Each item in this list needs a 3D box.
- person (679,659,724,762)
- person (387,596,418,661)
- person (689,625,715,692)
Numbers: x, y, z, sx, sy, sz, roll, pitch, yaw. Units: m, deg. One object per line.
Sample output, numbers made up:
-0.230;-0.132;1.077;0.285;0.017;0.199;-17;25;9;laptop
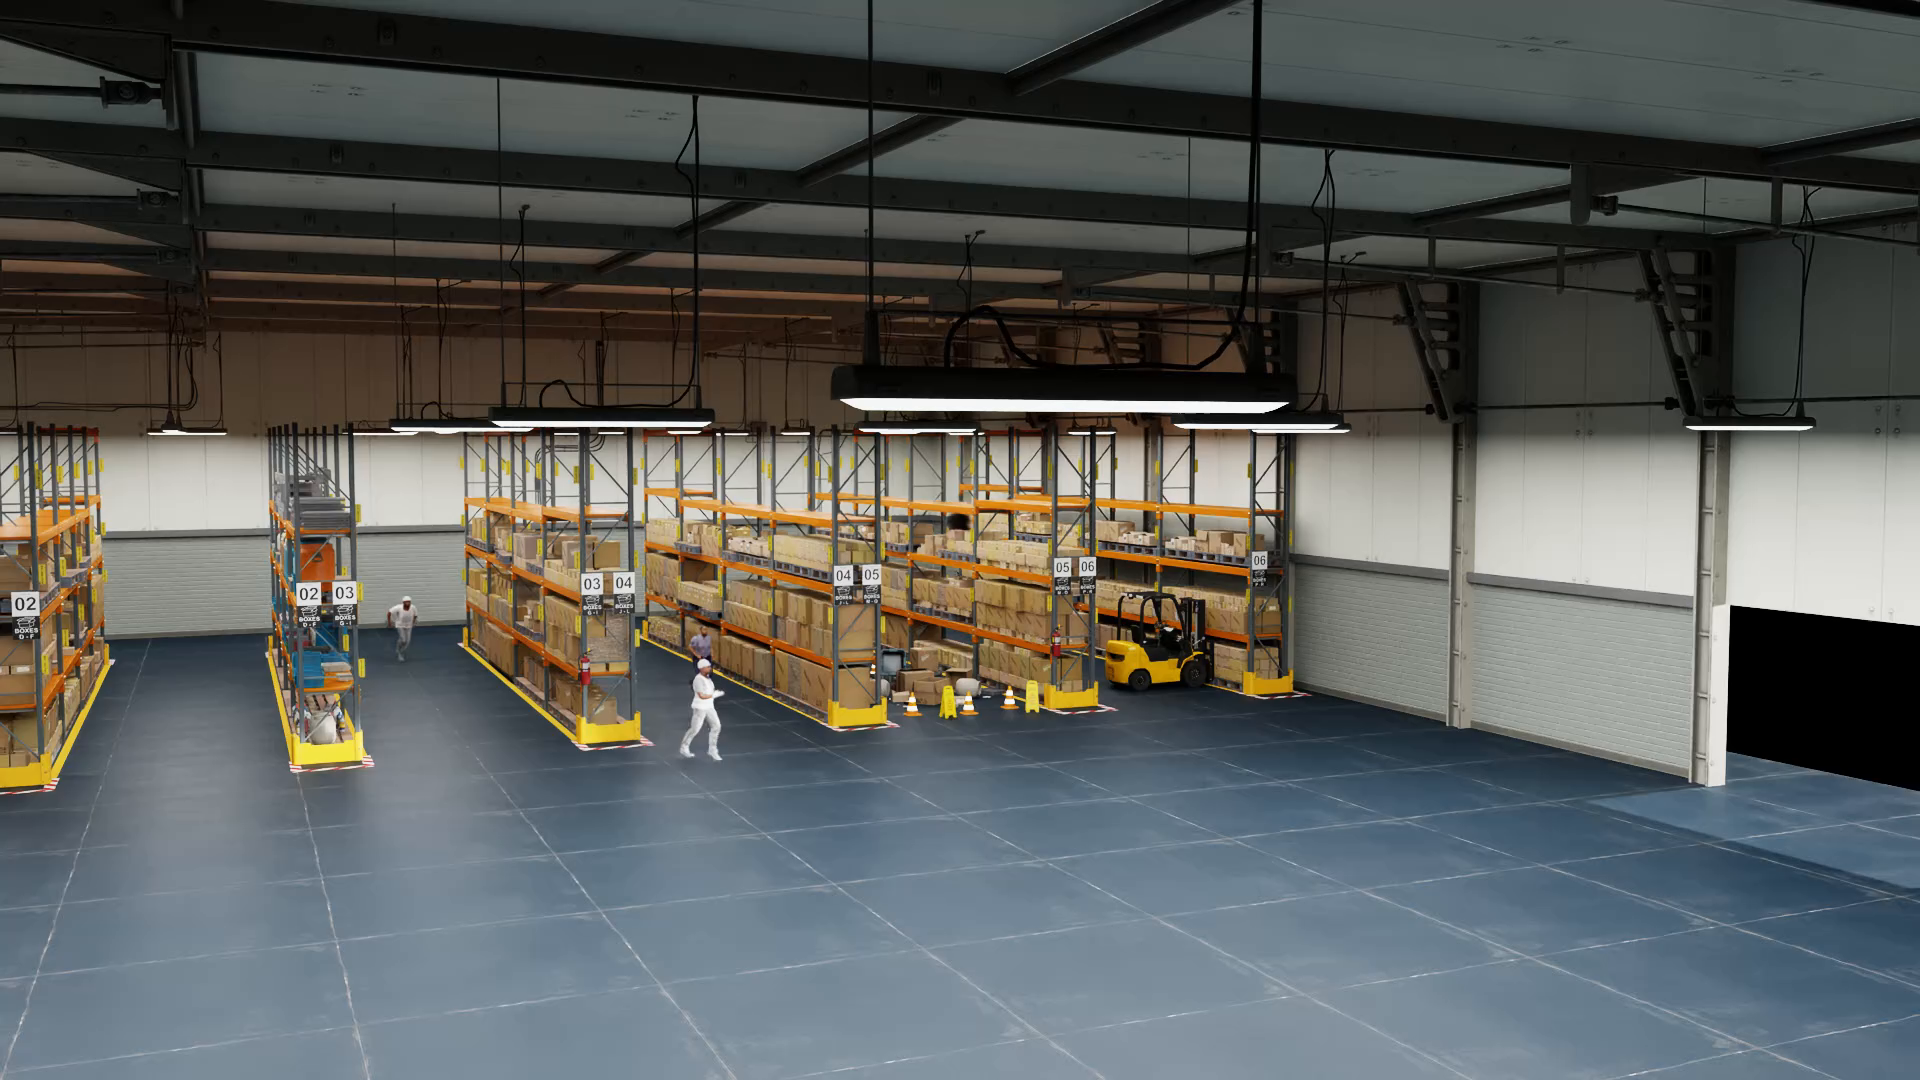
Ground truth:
-4.564;3.025;29.504;0.878;1.841;0.641;1;4;18;person
-14.291;2.275;42.774;0.698;1.682;0.711;-3;5;-42;person
-5.793;2.675;37.112;0.606;1.595;0.640;-2;4;-35;person
